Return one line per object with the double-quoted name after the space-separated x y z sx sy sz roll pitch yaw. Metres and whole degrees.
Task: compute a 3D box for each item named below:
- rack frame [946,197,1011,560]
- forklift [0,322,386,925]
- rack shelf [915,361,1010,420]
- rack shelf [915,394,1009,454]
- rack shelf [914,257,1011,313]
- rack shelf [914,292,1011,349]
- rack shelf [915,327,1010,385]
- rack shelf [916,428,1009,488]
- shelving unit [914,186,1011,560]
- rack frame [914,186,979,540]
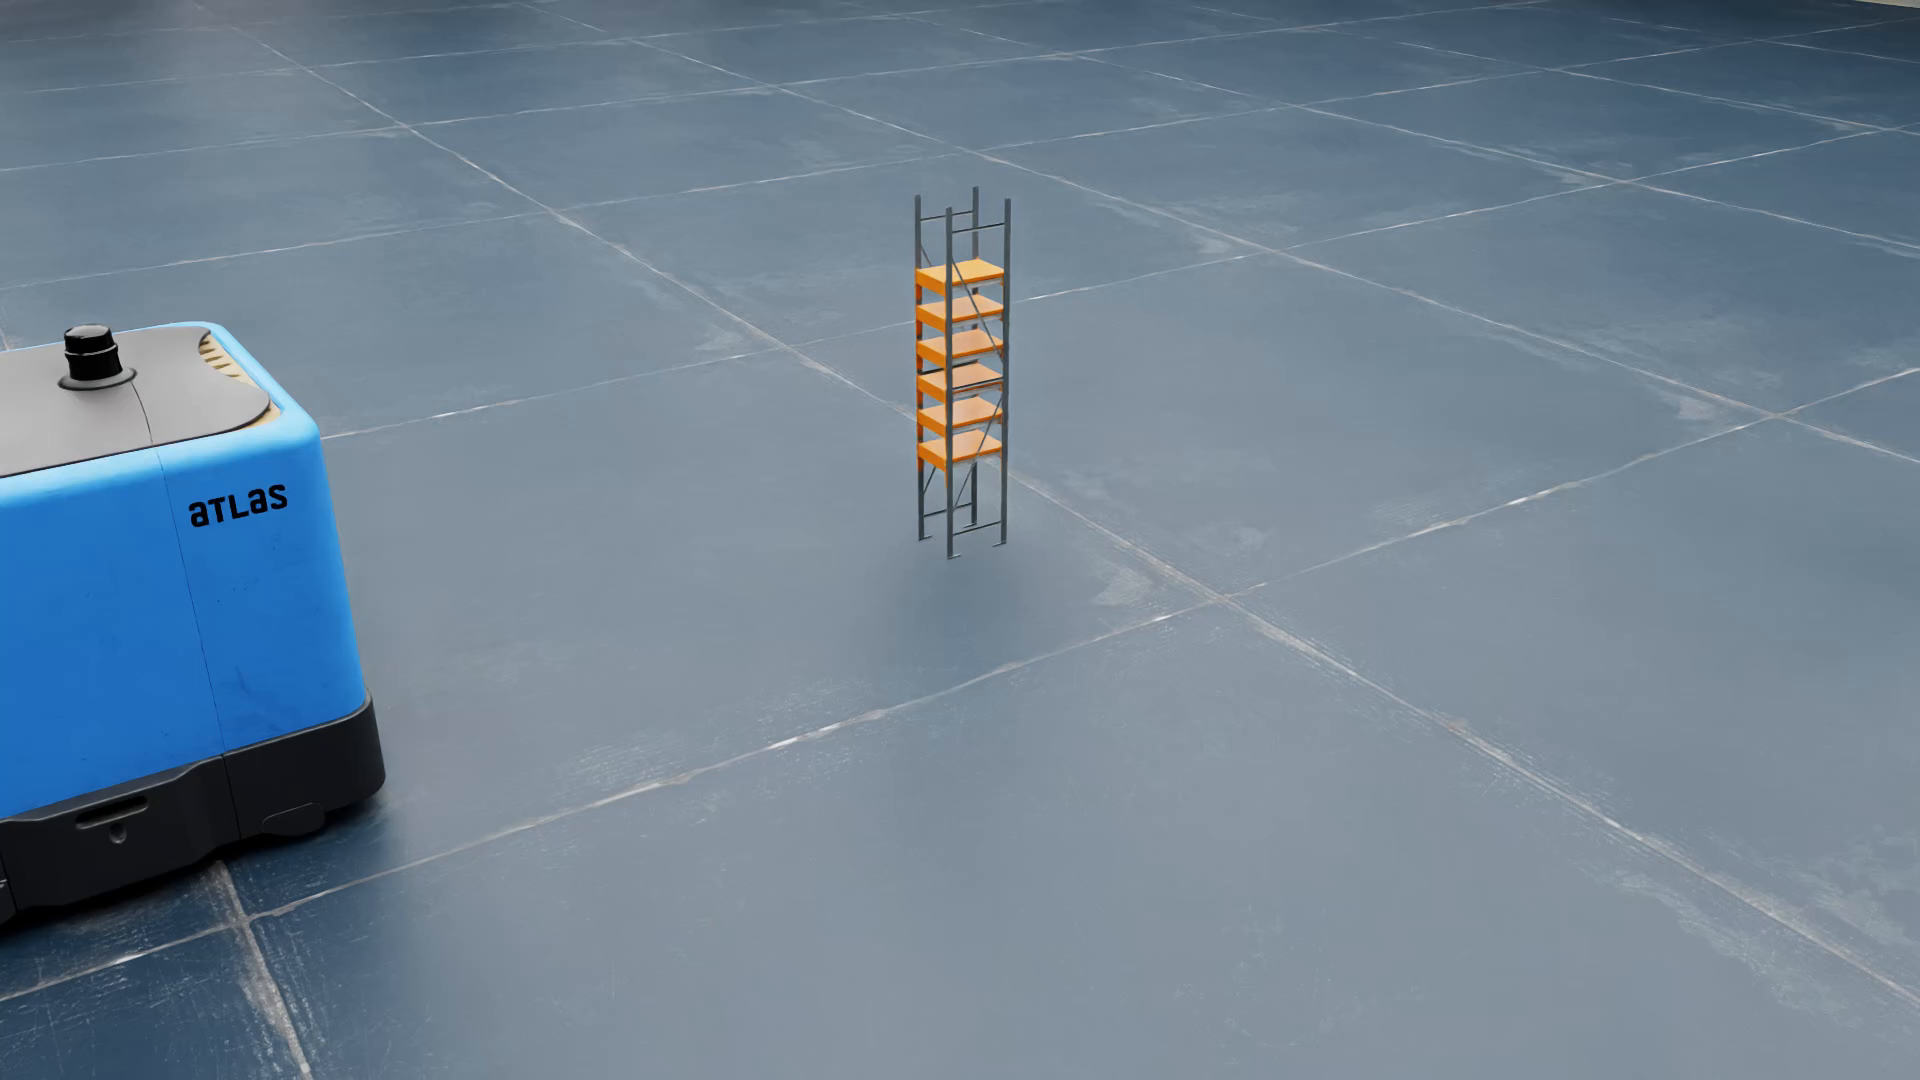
0.058 -0.505 5.414 0.240 1.200 0.006 -16 29 -30 "rack frame"
-2.976 -0.438 3.244 3.031 2.935 1.130 -17 30 -31 "forklift"
0.008 -0.497 5.502 0.258 0.103 0.180 -16 29 -30 "rack shelf"
0.008 -0.389 5.553 0.258 0.103 0.180 -16 29 -30 "rack shelf"
0.008 -0.823 5.348 0.258 0.103 0.180 -16 29 -30 "rack shelf"
0.008 -0.714 5.399 0.258 0.103 0.180 -16 29 -30 "rack shelf"
0.008 -0.606 5.451 0.258 0.103 0.180 -16 29 -30 "rack shelf"
0.008 -0.280 5.604 0.258 0.103 0.180 -16 29 -30 "rack shelf"
0.008 -0.537 5.483 0.258 1.200 0.189 -16 29 -30 "shelving unit"
-0.042 -0.570 5.552 0.240 1.200 0.006 -16 29 -30 "rack frame"
